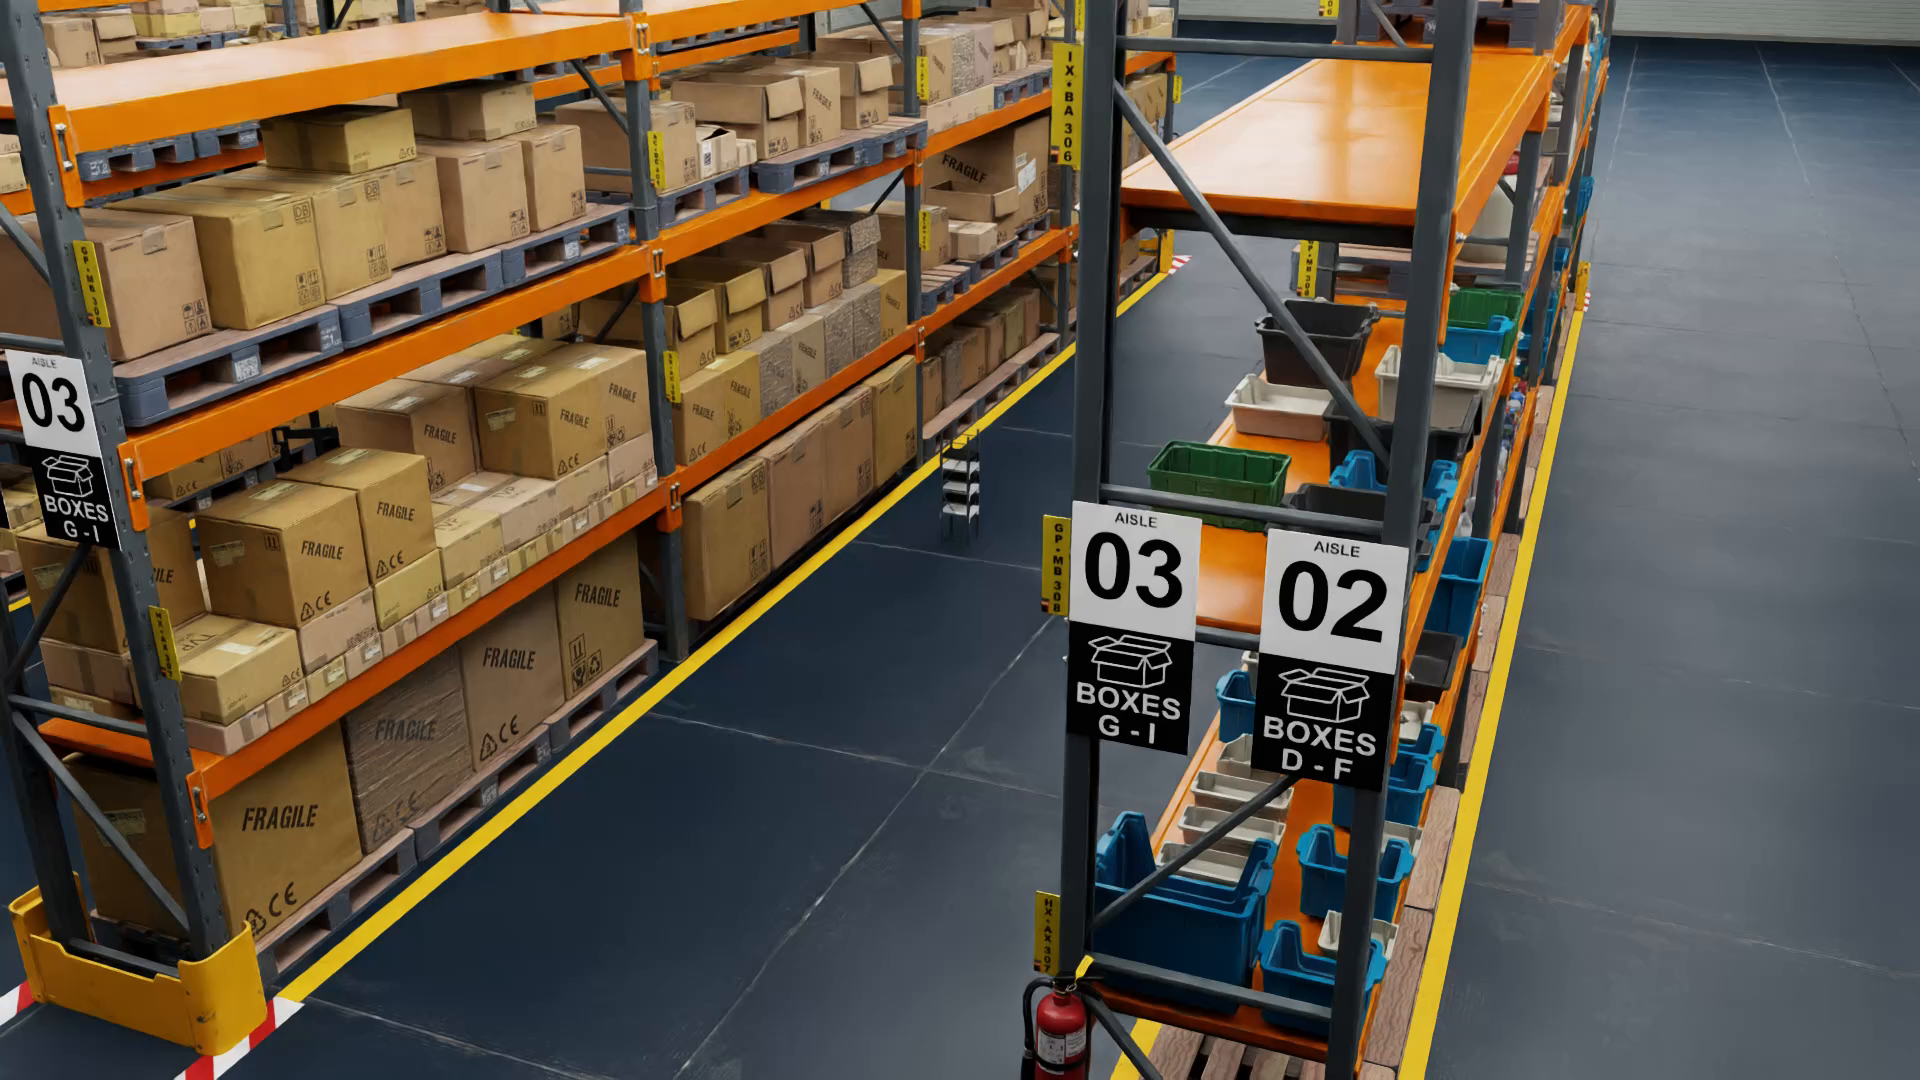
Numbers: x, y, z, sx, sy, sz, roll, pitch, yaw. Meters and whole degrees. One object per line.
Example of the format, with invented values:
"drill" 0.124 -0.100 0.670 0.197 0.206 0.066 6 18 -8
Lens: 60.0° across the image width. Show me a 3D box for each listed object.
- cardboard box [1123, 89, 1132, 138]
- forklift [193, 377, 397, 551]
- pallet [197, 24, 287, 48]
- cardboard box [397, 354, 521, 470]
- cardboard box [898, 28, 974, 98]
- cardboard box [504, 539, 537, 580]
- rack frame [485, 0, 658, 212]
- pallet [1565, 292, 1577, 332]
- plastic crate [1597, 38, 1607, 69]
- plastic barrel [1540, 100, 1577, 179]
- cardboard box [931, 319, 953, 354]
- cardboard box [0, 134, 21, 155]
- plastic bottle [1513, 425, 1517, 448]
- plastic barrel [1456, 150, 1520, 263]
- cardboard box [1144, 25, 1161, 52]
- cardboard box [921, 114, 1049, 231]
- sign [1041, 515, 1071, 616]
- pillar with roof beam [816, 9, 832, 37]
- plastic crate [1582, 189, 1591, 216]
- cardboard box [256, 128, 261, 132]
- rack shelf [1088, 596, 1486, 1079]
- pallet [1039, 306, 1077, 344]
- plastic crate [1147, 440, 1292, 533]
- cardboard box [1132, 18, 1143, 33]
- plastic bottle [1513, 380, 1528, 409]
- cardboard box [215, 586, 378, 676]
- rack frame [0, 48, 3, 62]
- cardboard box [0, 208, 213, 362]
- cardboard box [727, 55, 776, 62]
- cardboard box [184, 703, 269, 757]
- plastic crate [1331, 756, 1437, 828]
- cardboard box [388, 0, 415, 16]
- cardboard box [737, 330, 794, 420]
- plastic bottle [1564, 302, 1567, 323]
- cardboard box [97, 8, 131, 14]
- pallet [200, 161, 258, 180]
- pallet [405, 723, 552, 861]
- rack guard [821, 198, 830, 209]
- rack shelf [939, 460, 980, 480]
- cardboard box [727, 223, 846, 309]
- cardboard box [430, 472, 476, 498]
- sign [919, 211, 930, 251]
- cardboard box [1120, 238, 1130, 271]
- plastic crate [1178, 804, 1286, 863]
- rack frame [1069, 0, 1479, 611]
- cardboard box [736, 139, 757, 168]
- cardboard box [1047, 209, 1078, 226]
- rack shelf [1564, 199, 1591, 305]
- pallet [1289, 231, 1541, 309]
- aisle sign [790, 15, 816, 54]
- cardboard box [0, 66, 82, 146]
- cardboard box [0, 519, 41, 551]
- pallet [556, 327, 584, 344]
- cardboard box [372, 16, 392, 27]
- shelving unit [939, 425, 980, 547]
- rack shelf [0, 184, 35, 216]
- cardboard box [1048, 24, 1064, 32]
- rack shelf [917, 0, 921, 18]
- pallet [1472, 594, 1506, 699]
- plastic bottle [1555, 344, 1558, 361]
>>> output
"cardboard box" 1.627 -4.821 18.811 0.500 0.500 0.500 9 24 20
"forklift" -4.431 -1.075 11.743 3.031 2.935 1.130 -4 23 -9
"pallet" -8.852 -6.024 19.855 1.213 0.211 1.003 9 24 20
"cardboard box" -2.899 -0.755 9.724 0.500 0.500 0.500 9 24 20
"cardboard box" -0.203 -4.055 14.119 0.500 0.500 0.500 9 24 20
"cardboard box" -2.580 0.081 9.212 0.380 0.149 0.250 8 24 19
"rack frame" -2.294 -3.419 9.482 1.000 3.000 0.127 9 24 20
"pallet" 6.471 -2.625 18.984 1.003 0.211 1.213 9 24 20
"plastic crate" 6.333 -4.887 16.910 0.392 0.384 0.575 9 24 20
"plastic barrel" 4.190 -2.876 11.929 0.421 0.512 0.421 0 23 0
"cardboard box" -0.400 -1.913 15.360 0.500 0.250 0.500 12 25 26
"cardboard box" -6.797 -2.741 11.297 0.500 0.250 0.500 8 24 18
"plastic bottle" 3.637 -0.710 11.039 0.097 0.201 0.097 0 23 0
"plastic barrel" 2.733 -1.735 8.621 0.433 0.535 0.433 0 23 0
"cardboard box" 2.037 -5.872 19.441 0.500 0.250 0.500 9 24 20
"cardboard box" 0.252 -3.720 16.663 1.000 1.000 1.000 9 24 20
"sign" 0.302 0.081 5.131 0.100 0.325 0.005 9 24 20
"pillar with roof beam" 0.169 -17.693 43.656 9.100 9.000 0.400 9 24 20
"plastic crate" 6.607 -3.714 18.165 0.499 0.251 0.408 9 24 20
"cardboard box" -5.715 -3.659 13.819 0.500 0.500 0.500 9 24 20
"rack shelf" 1.562 1.106 7.366 1.077 0.370 4.000 9 24 20
"pallet" 0.894 -2.472 18.617 1.003 0.211 1.213 9 24 20
"plastic crate" 0.920 -0.190 5.920 0.450 0.188 0.336 9 24 20
"cardboard box" 1.860 -5.835 18.836 0.380 0.149 0.250 8 24 17
"plastic bottle" 3.976 -1.037 11.821 0.097 0.201 0.097 0 23 0
"cardboard box" -3.164 0.393 7.950 0.500 0.250 0.500 8 24 19
"rack frame" -10.009 -6.269 16.306 1.000 3.000 0.127 9 24 20
"cardboard box" -3.637 -1.083 6.978 0.700 0.500 0.500 7 24 17
"cardboard box" -2.578 -6.131 22.164 0.875 0.550 0.550 9 24 20
"cardboard box" -3.342 0.817 7.451 0.380 0.149 0.250 9 24 21
"plastic crate" 1.705 1.027 6.762 0.416 0.233 0.300 9 24 20
"cardboard box" -7.539 -7.047 21.869 0.500 0.250 0.500 9 24 21
"cardboard box" -1.519 -1.185 11.787 0.500 0.500 0.500 8 24 19
"plastic bottle" 6.460 -2.421 17.830 0.061 0.283 0.133 9 24 21
"cardboard box" -9.467 -5.924 19.022 0.500 0.250 0.500 8 24 19
"pallet" -8.942 -4.591 20.321 1.003 0.211 1.213 9 24 20
"pallet" -3.101 1.335 9.503 1.003 0.211 1.213 9 24 20
"rack guard" -2.395 -4.546 23.208 1.175 0.500 0.348 9 24 20
"rack shelf" -0.003 -0.548 12.736 0.258 0.077 0.200 9 24 20
"cardboard box" -1.340 -2.099 12.675 0.797 0.503 0.637 9 24 21
"cardboard box" -3.088 -0.225 9.427 0.500 0.250 0.500 9 24 21
"sign" -0.292 -2.538 13.655 0.100 0.325 0.005 9 24 20
"cardboard box" 1.726 -3.545 20.267 0.500 0.500 0.500 16 28 34
"plastic crate" 1.075 1.164 6.557 0.396 0.136 0.243 9 24 20
"rack frame" 0.819 -1.278 4.358 1.000 3.000 0.127 9 24 20
"cardboard box" -1.602 -2.624 11.252 0.380 0.149 0.250 8 24 18
"cardboard box" 1.037 -3.432 17.622 0.380 0.149 0.250 9 24 20
"rack shelf" 6.019 -3.188 17.647 1.077 0.370 4.000 9 24 20
"pallet" 2.505 -1.533 9.104 1.213 0.211 1.003 9 24 20
"aisle sign" -2.099 -6.873 22.163 0.394 0.787 0.004 9 24 20
"cardboard box" -6.619 -3.141 12.034 0.700 0.500 0.500 9 24 20
"cardboard box" -6.856 -0.057 11.986 0.380 0.149 0.250 8 24 18
"pallet" -4.558 -2.248 18.081 1.003 0.211 1.213 9 24 20
"cardboard box" -7.620 -6.726 21.617 0.380 0.149 0.250 8 24 19
"shelving unit" -0.003 -0.412 12.792 0.258 0.900 0.210 9 24 20
"rack shelf" -7.605 -1.733 10.272 1.077 0.370 4.000 9 24 20
"cardboard box" 0.970 -5.539 18.127 0.380 0.149 0.250 10 25 22
"rack shelf" -0.065 -5.050 14.838 1.077 0.370 4.000 9 24 20
"pallet" 3.081 0.637 11.174 1.003 0.211 1.213 9 24 20
"plastic bottle" 5.896 -1.922 16.644 0.152 0.276 0.135 10 25 22
